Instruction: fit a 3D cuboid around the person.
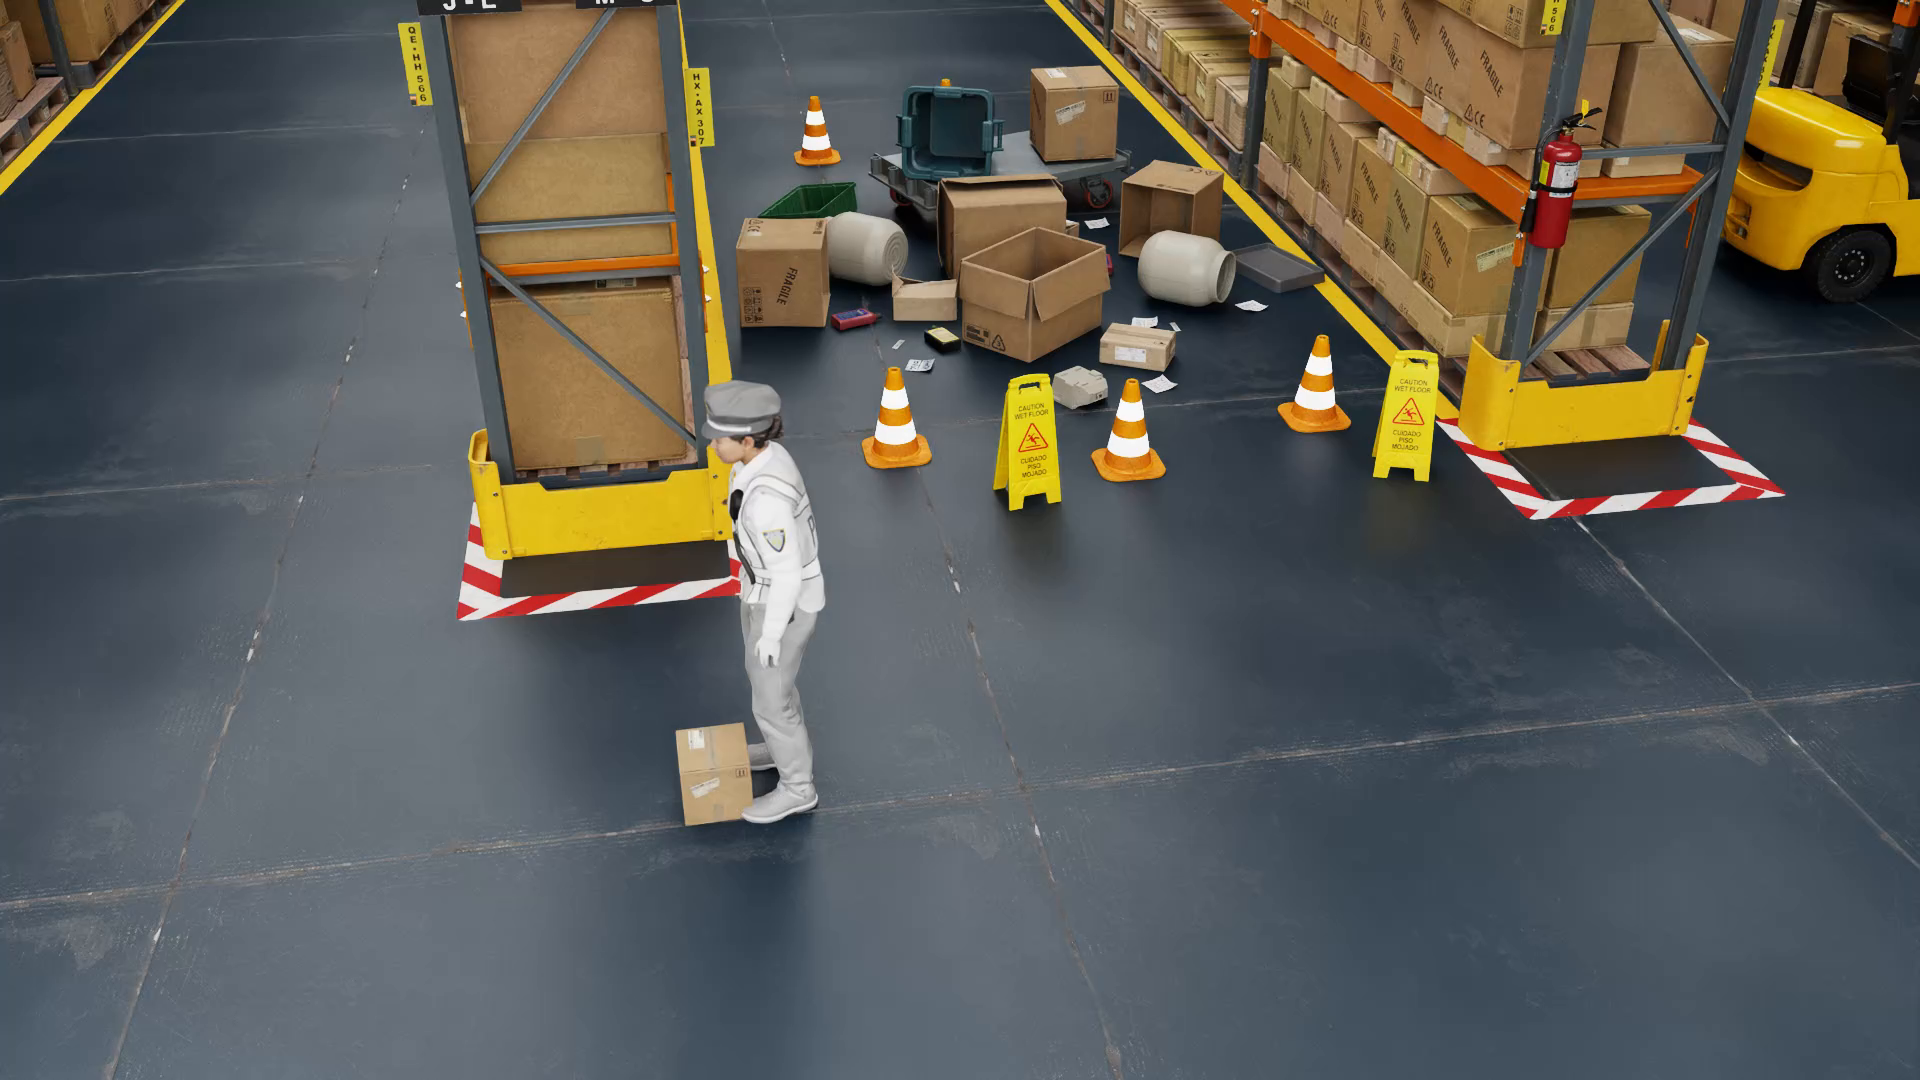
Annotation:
[{"bbox_3d":[-0.657,0.221,5.759,0.370,1.663,0.520,-6,31,-11],"label":"person"}]
